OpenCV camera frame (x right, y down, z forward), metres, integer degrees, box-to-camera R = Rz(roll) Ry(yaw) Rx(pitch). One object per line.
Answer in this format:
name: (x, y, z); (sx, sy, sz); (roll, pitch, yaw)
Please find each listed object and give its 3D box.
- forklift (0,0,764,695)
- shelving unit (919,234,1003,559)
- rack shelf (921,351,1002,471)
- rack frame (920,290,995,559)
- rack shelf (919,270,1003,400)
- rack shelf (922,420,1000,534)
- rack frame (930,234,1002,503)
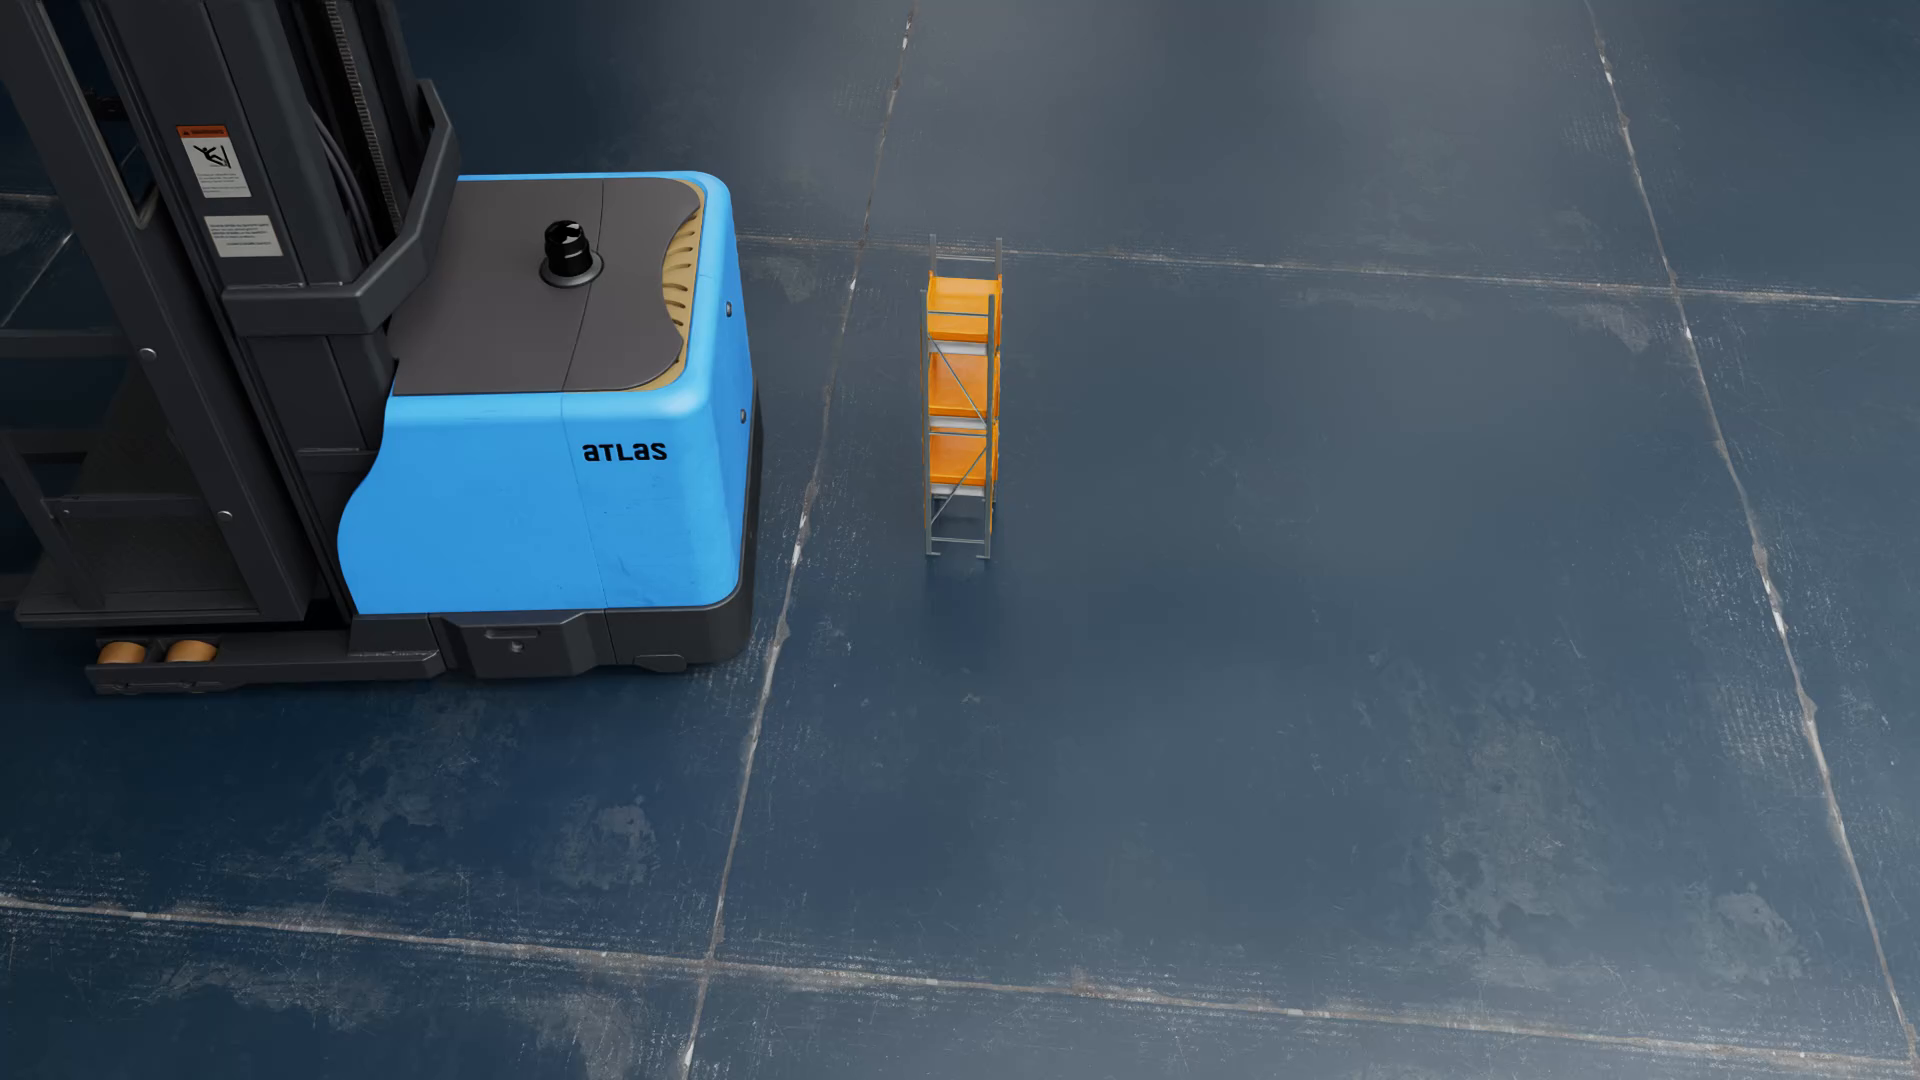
forklift: (-2.146, -0.938, 4.122); (3.031, 2.935, 1.130); (-1, 48, -1)
shelving unit: (0.005, -0.394, 4.899); (0.215, 1.050, 0.252); (4, 48, 4)
rack shelf: (0.005, -0.386, 4.906); (0.215, 0.259, 0.240); (4, 48, 4)
rack frame: (-0.006, -0.304, 4.817); (0.200, 1.050, 0.008); (4, 48, 4)
rack shelf: (0.005, -0.578, 4.697); (0.215, 0.259, 0.240); (4, 48, 4)
rack shelf: (0.005, -0.199, 5.111); (0.215, 0.259, 0.240); (4, 48, 4)
rack frame: (0.016, -0.483, 4.981); (0.200, 1.050, 0.008); (4, 48, 4)
